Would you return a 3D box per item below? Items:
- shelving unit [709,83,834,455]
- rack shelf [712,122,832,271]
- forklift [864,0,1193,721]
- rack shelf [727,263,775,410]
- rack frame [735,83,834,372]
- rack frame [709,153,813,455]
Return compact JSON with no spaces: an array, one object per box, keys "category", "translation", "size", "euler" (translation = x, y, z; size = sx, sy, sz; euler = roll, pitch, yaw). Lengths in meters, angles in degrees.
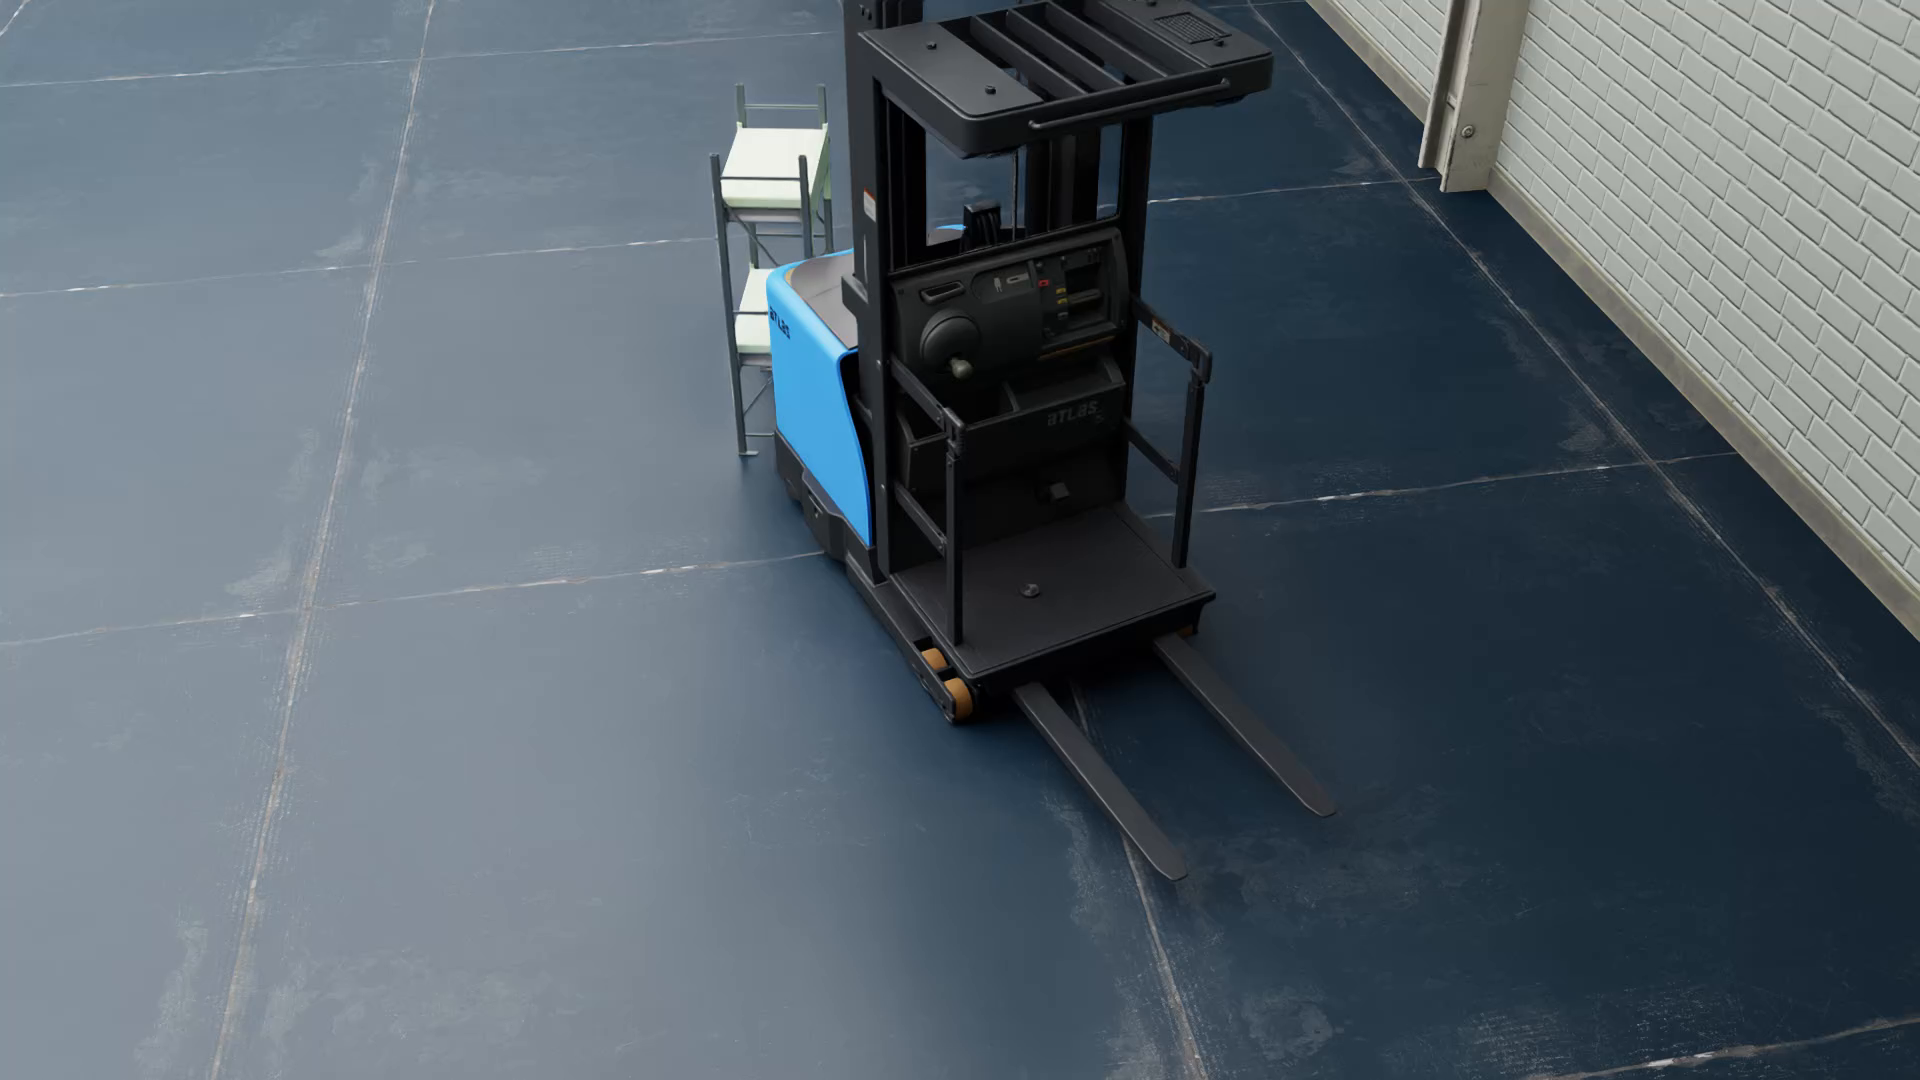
[{"category":"shelving unit","translation":[-0.817,-1.216,7.593],"size":[0.431,1.500,0.755],"euler":[1,38,2]},{"category":"rack shelf","translation":[-0.817,-1.524,7.353],"size":[0.431,0.370,0.720],"euler":[1,38,2]},{"category":"forklift","translation":[0.293,-0.780,5.865],"size":[1.121,2.935,3.031],"euler":[-18,41,-21]},{"category":"rack shelf","translation":[-0.817,-0.959,7.793],"size":[0.431,0.370,0.720],"euler":[1,38,2]},{"category":"rack frame","translation":[-0.803,-1.440,7.882],"size":[0.400,1.500,0.023],"euler":[1,38,2]},{"category":"rack frame","translation":[-0.831,-0.992,7.304],"size":[0.400,1.500,0.023],"euler":[1,38,2]}]
